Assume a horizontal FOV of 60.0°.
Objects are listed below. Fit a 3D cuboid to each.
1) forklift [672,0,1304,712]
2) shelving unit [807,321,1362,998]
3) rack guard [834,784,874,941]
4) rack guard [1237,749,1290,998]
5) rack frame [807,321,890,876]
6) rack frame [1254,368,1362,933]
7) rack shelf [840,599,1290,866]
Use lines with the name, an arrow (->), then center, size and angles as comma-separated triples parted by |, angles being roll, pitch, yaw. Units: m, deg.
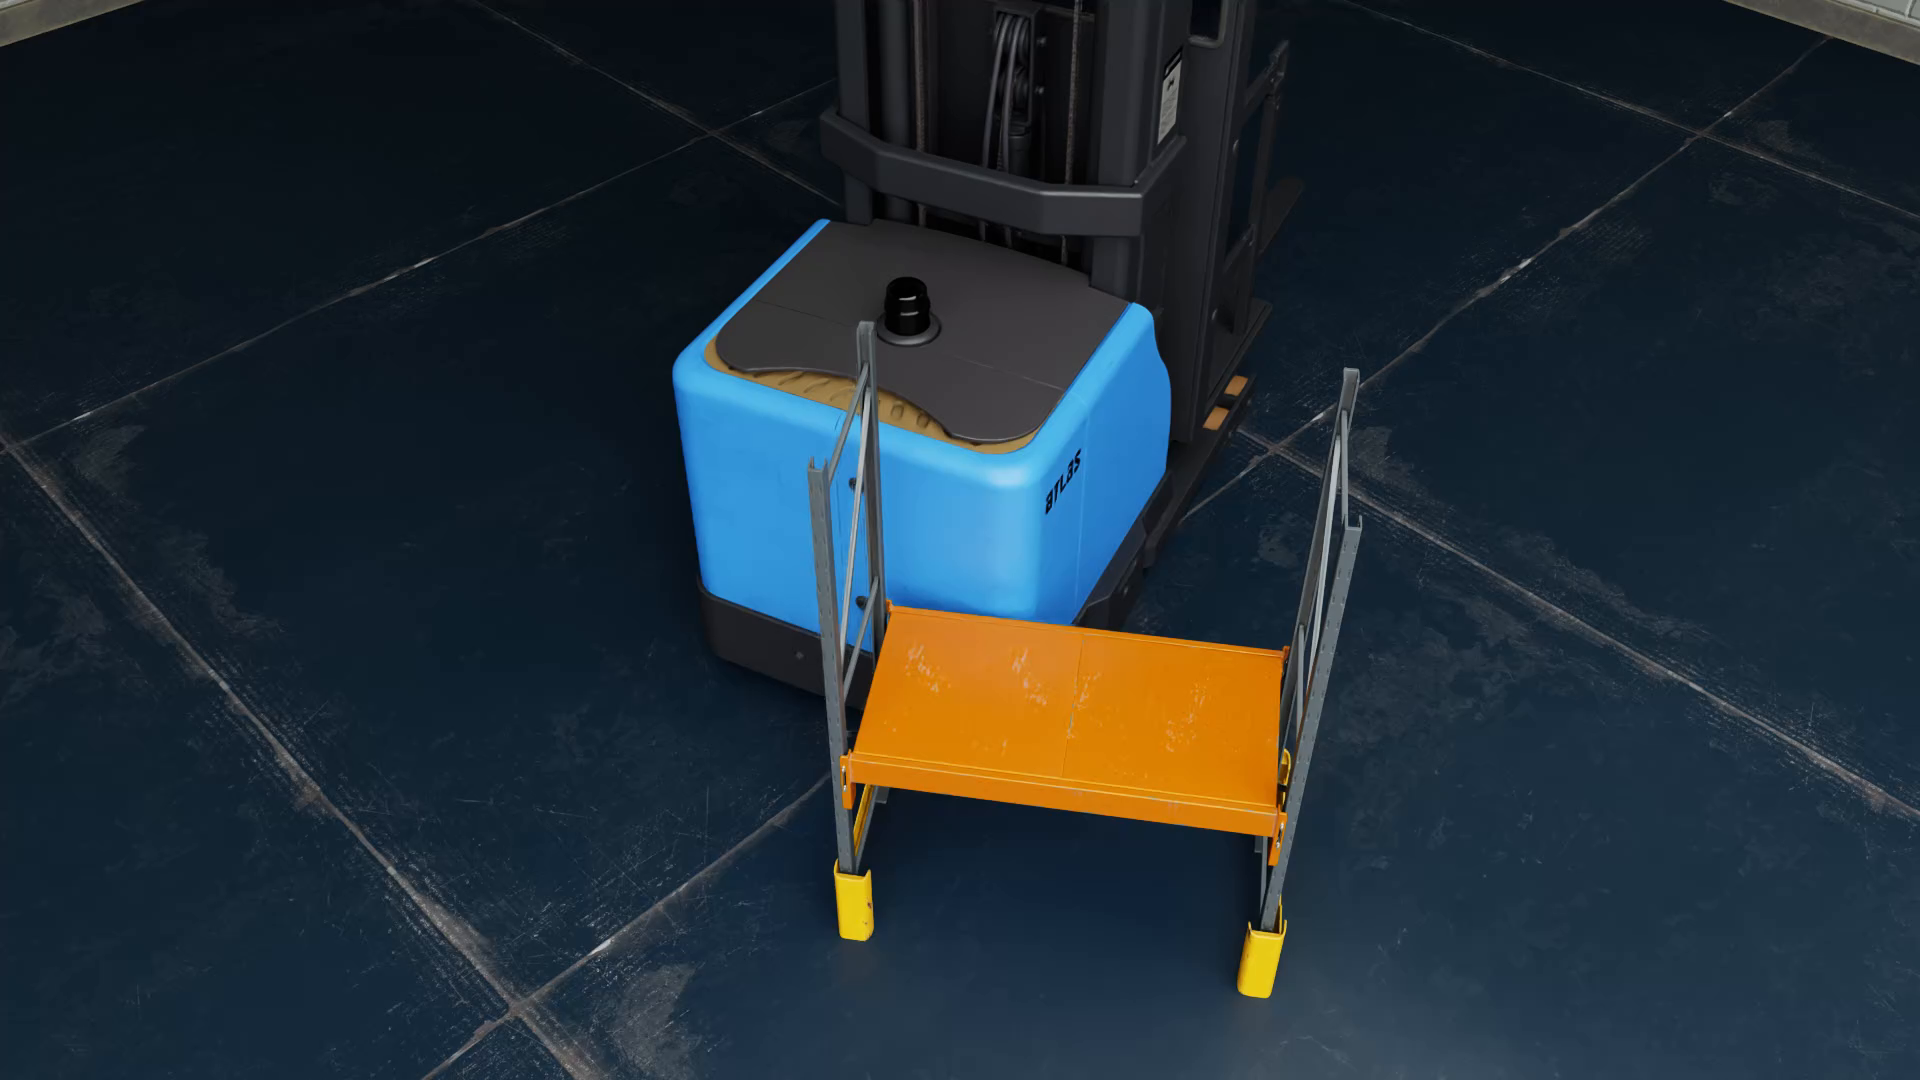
forklift -> 0.360, -1.481, 4.693 | 1.130, 2.935, 3.031 | 18, 46, 19
shelving unit -> 0.272, 0.309, 3.810 | 1.083, 1.500, 0.587 | 6, 43, 7
rack guard -> -0.219, 0.713, 4.294 | 0.087, 0.250, 0.587 | 6, 43, 7
rack guard -> 0.764, 0.823, 4.175 | 0.087, 0.250, 0.587 | 6, 43, 7
rack frame -> -0.238, 0.252, 3.872 | 0.032, 1.500, 0.500 | 6, 43, 7
rack frame -> 0.765, 0.365, 3.750 | 0.032, 1.500, 0.500 | 6, 43, 7
rack shelf -> 0.263, 0.440, 3.933 | 1.000, 0.185, 0.538 | 6, 43, 7
